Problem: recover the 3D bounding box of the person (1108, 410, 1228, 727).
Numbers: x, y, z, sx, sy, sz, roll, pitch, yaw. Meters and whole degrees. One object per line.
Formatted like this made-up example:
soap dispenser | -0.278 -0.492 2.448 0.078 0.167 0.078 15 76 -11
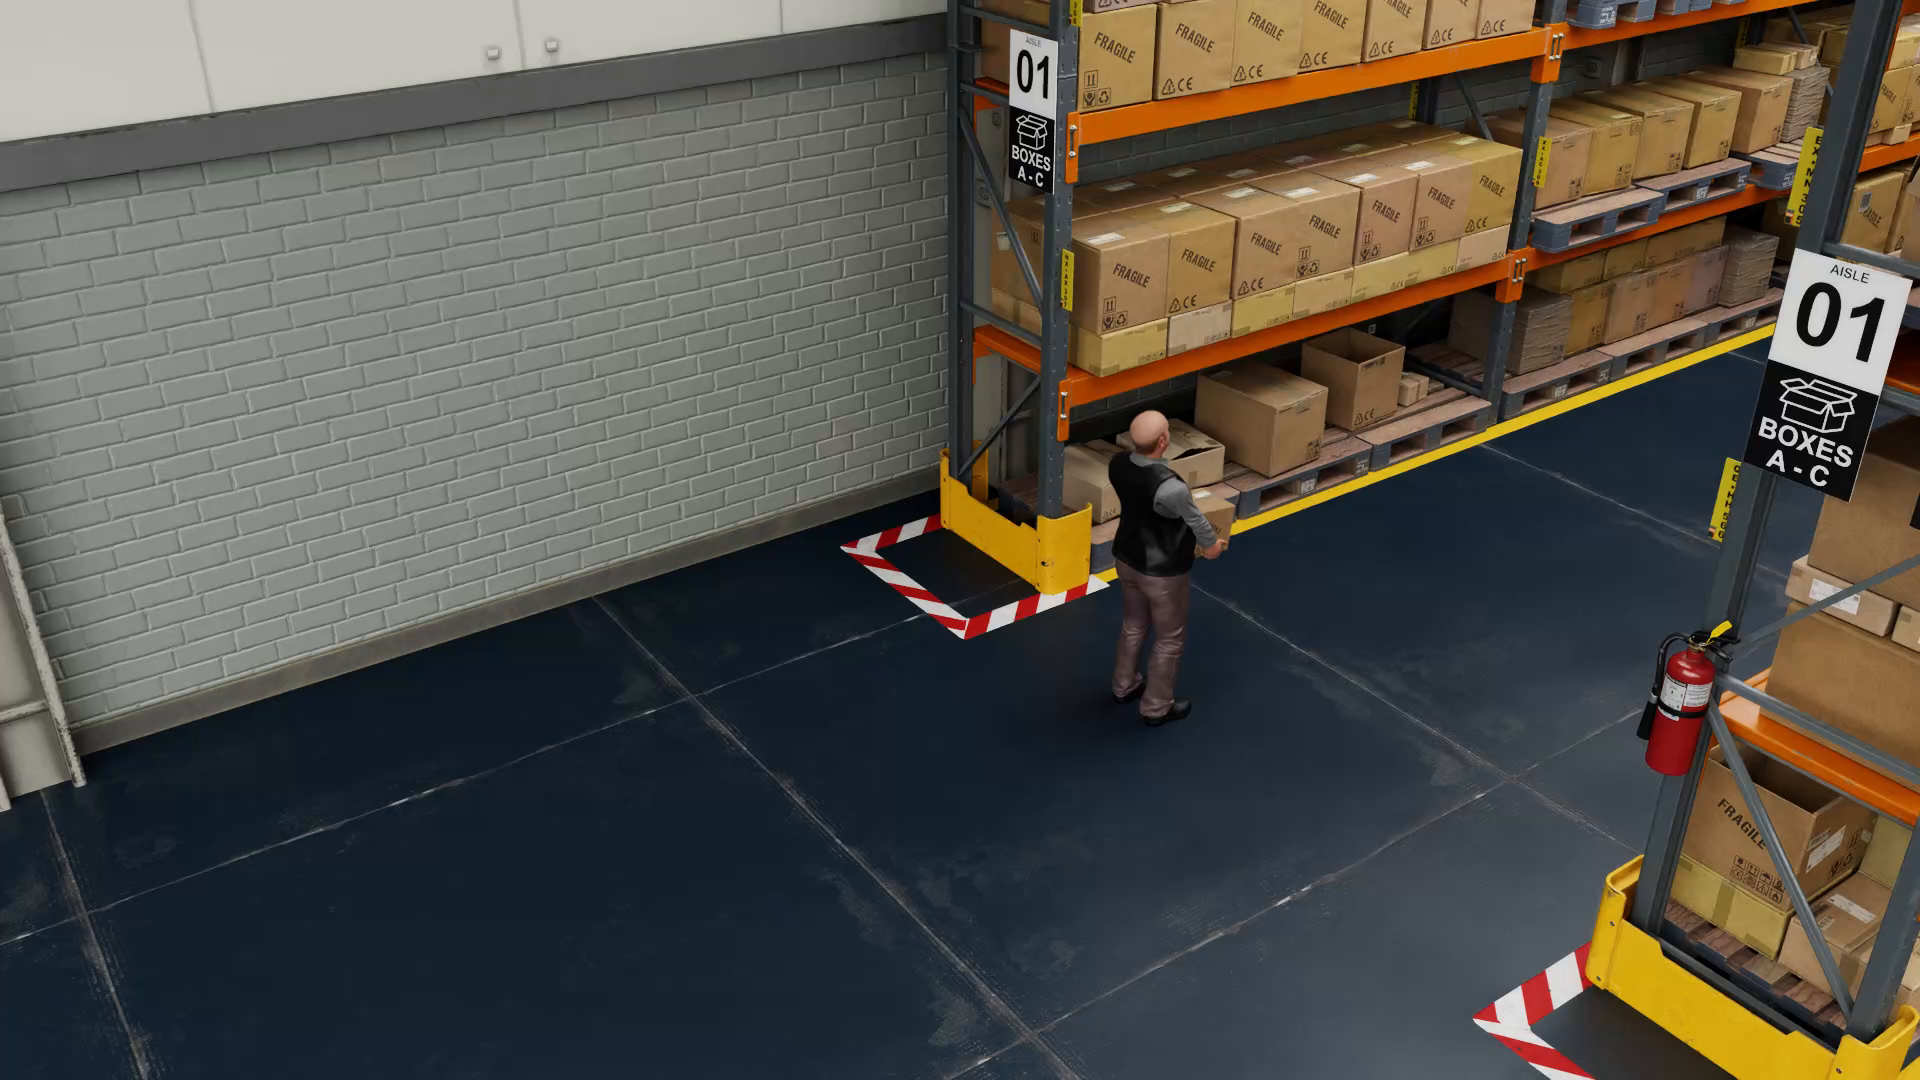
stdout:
person | 1.048 0.099 8.478 0.560 1.709 0.494 -18 33 -30
